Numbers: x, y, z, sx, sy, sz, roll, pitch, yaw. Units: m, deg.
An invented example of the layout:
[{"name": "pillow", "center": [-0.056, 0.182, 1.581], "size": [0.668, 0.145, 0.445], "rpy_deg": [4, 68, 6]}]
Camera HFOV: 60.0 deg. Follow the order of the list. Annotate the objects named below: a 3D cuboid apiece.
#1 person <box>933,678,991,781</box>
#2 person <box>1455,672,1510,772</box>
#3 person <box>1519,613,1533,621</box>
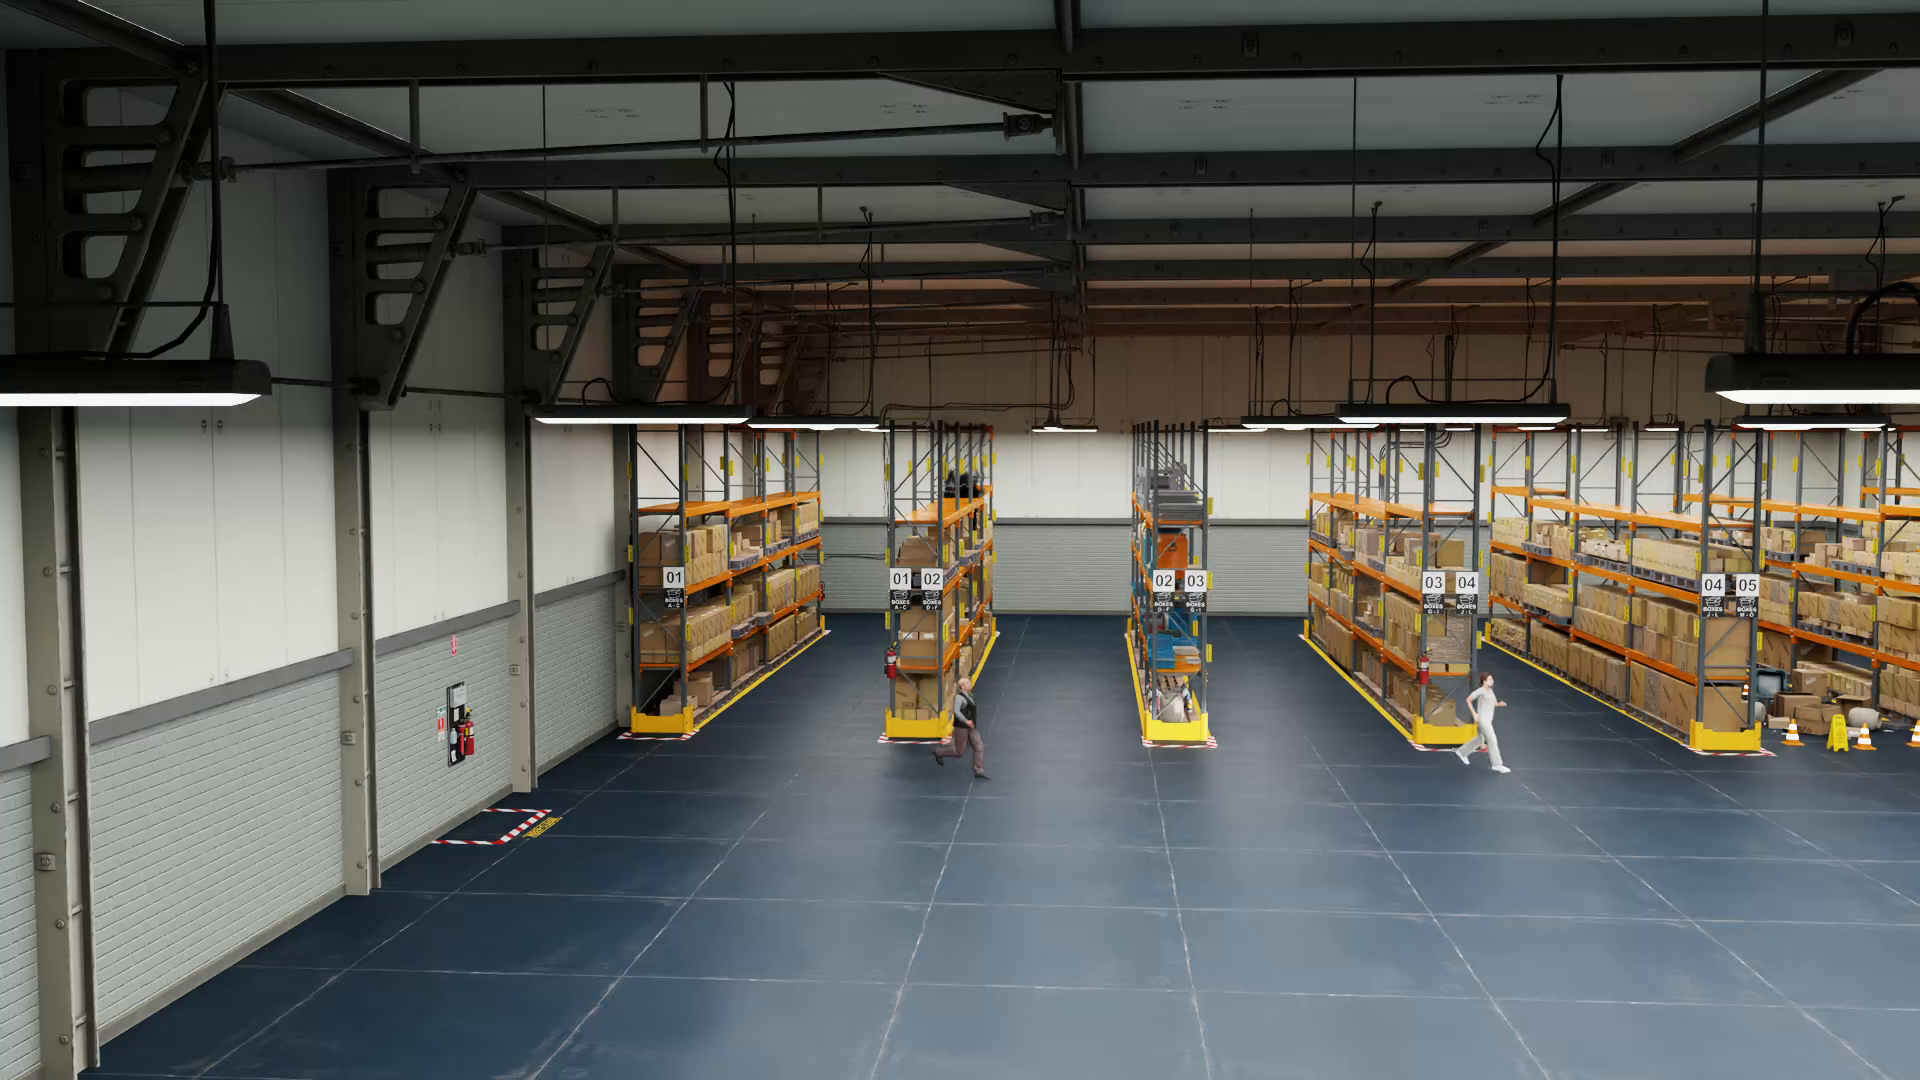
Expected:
[{"name": "person", "center": [0.045, 3.146, 27.710], "size": [1.010, 1.711, 0.641], "rpy_deg": [2, 4, 27]}, {"name": "person", "center": [8.883, 3.068, 28.248], "size": [0.970, 1.660, 0.562], "rpy_deg": [3, 5, 38]}, {"name": "person", "center": [16.358, 1.870, 47.877], "size": [0.551, 1.653, 0.569], "rpy_deg": [-2, 4, -25]}]
